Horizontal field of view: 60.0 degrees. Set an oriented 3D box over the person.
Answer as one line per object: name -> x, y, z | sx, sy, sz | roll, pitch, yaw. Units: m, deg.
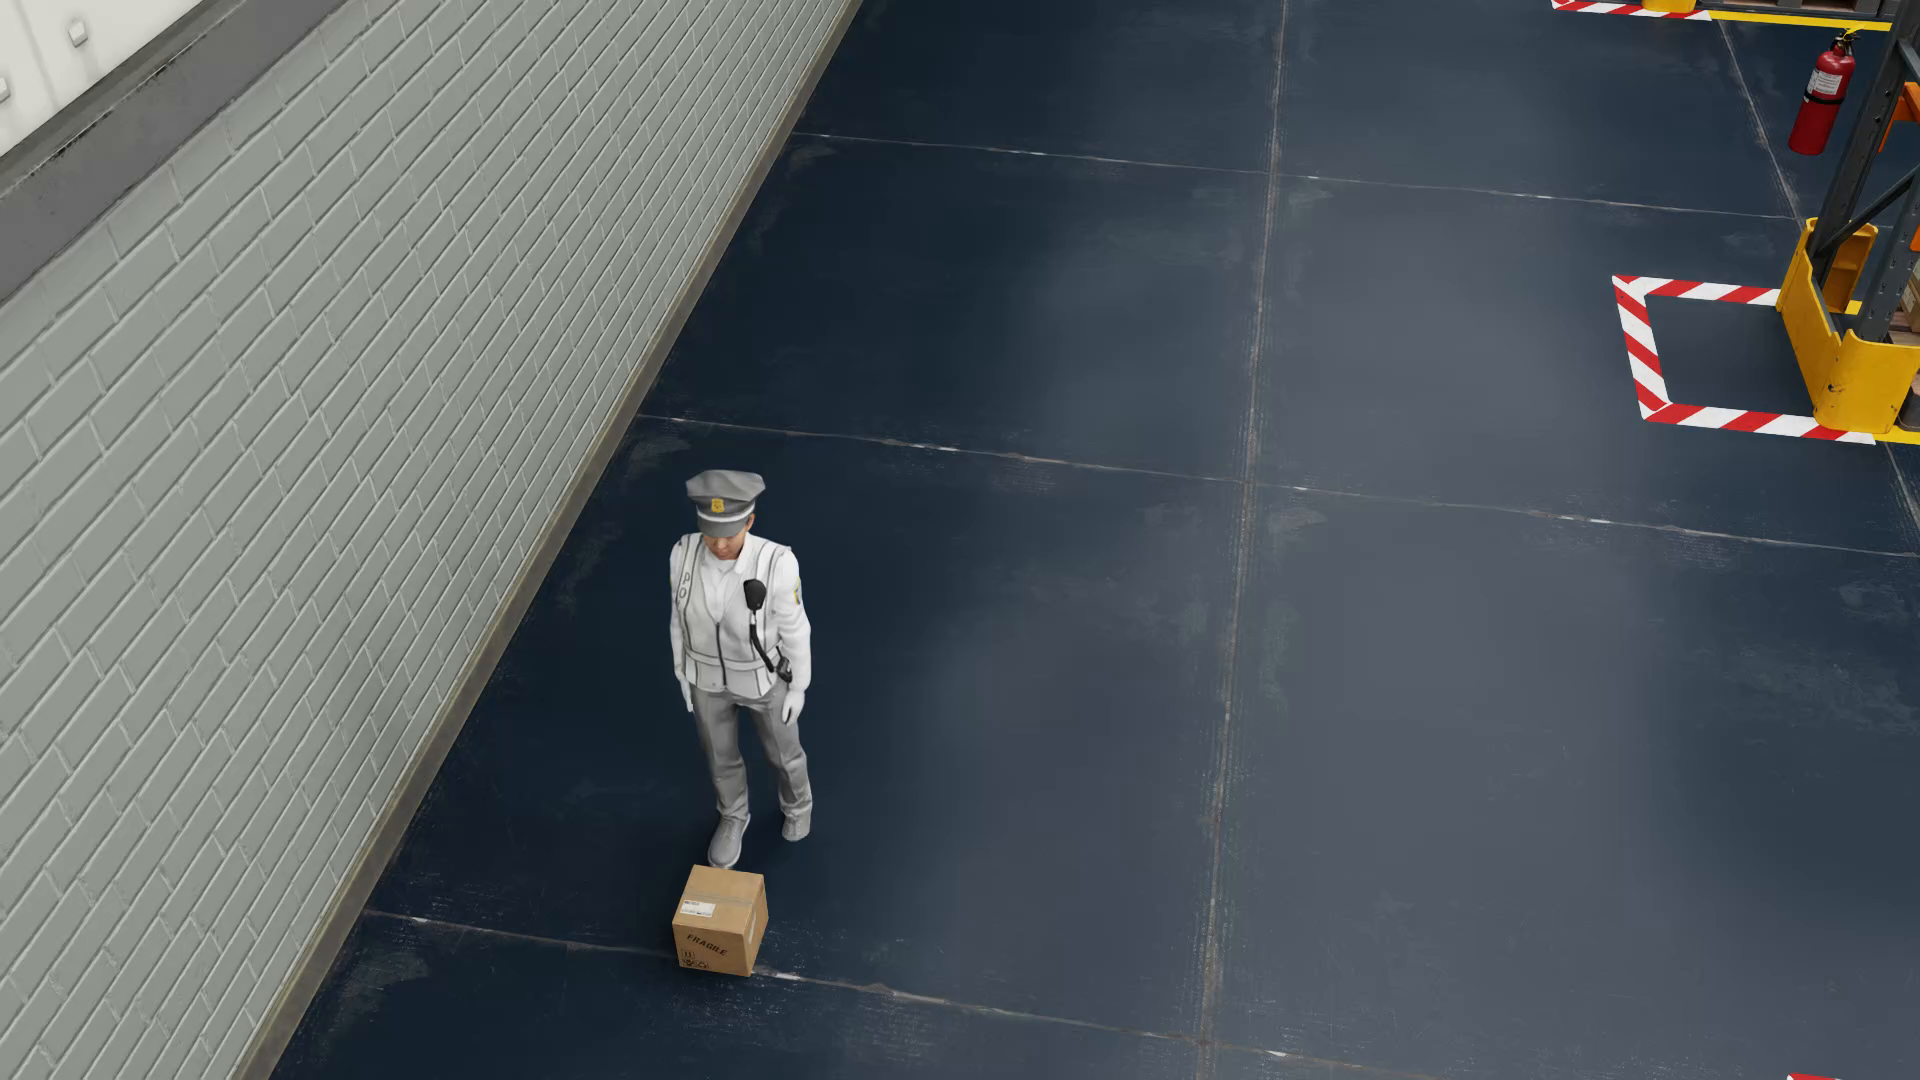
person -> -0.732, 0.484, 5.623 | 0.471, 1.739, 0.376 | 7, 41, 8
